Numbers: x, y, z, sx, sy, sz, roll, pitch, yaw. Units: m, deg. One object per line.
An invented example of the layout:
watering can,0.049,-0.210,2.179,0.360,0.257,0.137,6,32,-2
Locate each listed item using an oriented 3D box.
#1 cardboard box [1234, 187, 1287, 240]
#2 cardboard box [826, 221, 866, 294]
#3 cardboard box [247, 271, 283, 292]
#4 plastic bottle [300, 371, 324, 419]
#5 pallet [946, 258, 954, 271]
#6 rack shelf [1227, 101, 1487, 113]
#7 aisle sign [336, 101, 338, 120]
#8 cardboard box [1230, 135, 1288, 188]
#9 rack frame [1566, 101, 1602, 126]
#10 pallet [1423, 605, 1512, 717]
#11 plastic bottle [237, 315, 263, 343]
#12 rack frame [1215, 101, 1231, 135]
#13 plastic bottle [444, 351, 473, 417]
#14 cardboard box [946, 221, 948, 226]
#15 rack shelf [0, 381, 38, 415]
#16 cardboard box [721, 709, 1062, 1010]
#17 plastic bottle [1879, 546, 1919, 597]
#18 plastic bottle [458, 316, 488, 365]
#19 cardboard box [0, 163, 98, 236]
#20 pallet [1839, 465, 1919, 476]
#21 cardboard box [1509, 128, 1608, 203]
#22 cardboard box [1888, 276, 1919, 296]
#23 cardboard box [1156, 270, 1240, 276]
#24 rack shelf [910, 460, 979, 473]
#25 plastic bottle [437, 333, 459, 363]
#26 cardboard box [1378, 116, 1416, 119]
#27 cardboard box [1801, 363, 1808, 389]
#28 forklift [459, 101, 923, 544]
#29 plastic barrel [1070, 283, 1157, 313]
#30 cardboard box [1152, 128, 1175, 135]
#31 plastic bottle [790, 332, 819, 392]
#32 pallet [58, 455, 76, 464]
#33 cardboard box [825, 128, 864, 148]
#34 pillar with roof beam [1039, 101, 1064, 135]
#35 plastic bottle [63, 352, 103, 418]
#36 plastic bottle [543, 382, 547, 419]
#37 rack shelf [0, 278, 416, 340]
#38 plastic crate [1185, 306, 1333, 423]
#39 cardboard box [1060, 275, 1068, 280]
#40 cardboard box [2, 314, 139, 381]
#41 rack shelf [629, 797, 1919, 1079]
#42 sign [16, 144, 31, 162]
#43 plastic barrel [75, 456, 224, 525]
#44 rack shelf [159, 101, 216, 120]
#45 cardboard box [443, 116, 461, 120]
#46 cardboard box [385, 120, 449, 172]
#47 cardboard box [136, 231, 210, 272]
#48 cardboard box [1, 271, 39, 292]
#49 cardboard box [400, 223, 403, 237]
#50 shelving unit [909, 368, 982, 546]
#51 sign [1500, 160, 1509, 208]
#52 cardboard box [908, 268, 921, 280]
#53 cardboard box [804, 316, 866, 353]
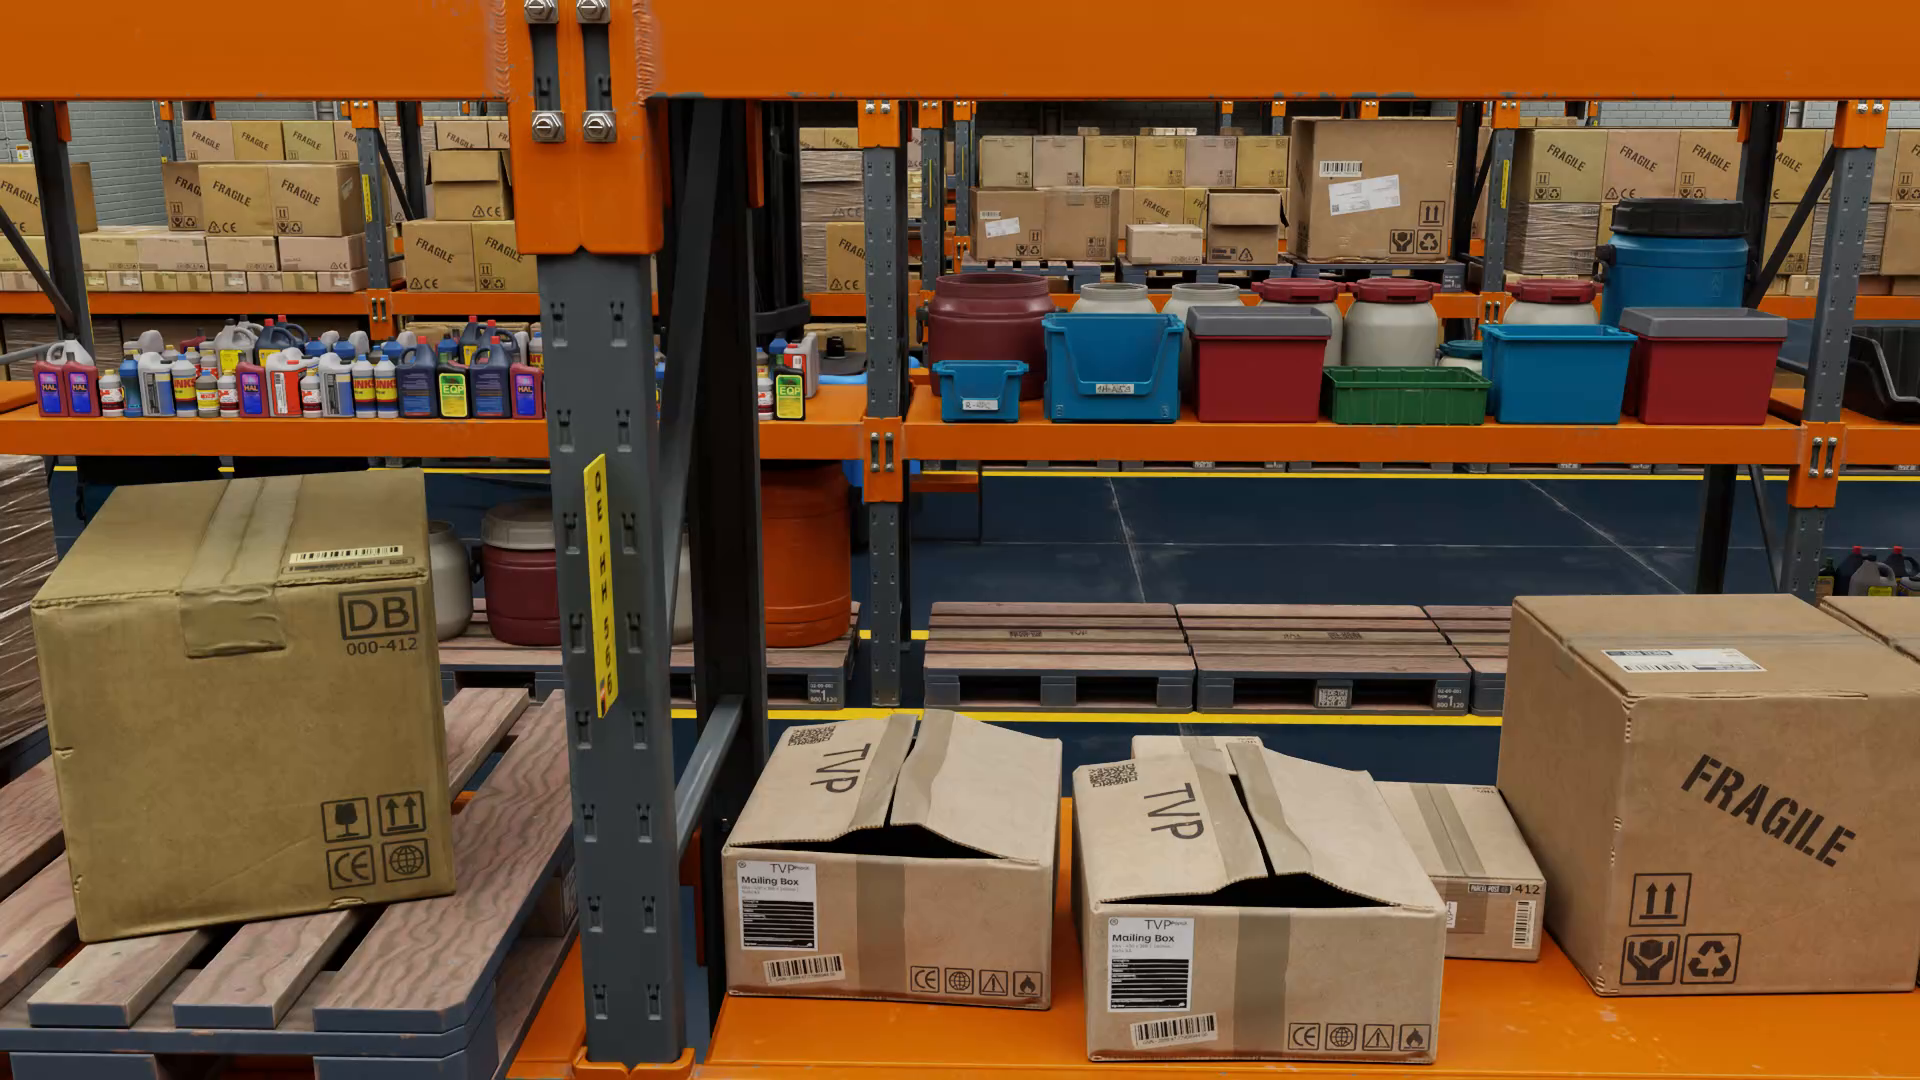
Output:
cardboard box,2.997,-3.310,16.809,0.500,0.500,0.500,0,15,1
cardboard box,-0.695,-2.073,12.121,0.500,0.500,0.500,1,15,3
cardboard box,-5.022,-1.911,12.196,0.250,0.149,0.380,0,15,0
plastic bottle,-2.827,-0.638,7.266,0.097,0.201,0.097,0,15,0
pallet,-0.565,-4.544,27.149,1.213,0.211,1.003,0,15,1
rack shelf,6.178,-6.941,26.299,4.000,0.370,1.077,0,15,1
aisle sign,-8.019,-5.847,21.528,0.004,0.787,0.394,0,15,1
cardboard box,3.020,-3.859,16.931,0.500,0.500,0.700,0,15,0
rack frame,8.055,-4.560,21.743,0.127,3.000,1.000,0,15,1
pallet,2.890,0.558,7.813,1.213,0.211,1.003,0,15,1
plastic bottle,-3.394,-0.901,7.972,0.185,0.351,0.144,0,15,1
rack frame,4.179,-5.852,26.640,0.127,3.000,1.000,0,15,1
plastic bottle,-2.197,-0.684,7.281,0.133,0.283,0.061,0,15,1
cardboard box,-0.320,-5.124,26.688,0.250,0.149,0.380,0,15,-1
rack shelf,-6.320,-0.513,7.814,4.000,0.370,1.077,0,15,1
cardboard box,-0.090,0.498,2.746,0.500,0.311,0.500,1,15,5
plastic bottle,4.519,0.205,8.015,0.185,0.351,0.144,0,15,-1
plastic bottle,-2.293,-0.894,7.945,0.185,0.351,0.144,0,15,1
cardboard box,-6.702,-2.494,12.152,0.500,0.500,0.500,0,15,0
pallet,6.914,-0.699,12.576,1.213,0.211,1.003,0,15,1
cardboard box,4.246,-2.666,11.827,0.500,0.500,0.500,0,15,1
cardboard box,6.761,-1.856,11.988,0.250,0.149,0.380,0,15,1
cardboard box,2.444,-2.426,17.244,0.750,0.750,1.050,0,15,1
rack shelf,-0.118,-0.510,10.186,0.480,0.148,0.258,1,15,2
plastic bottle,-2.435,-0.847,7.923,0.097,0.271,0.097,0,15,0
cardboard box,5.502,-5.184,21.371,0.500,0.500,0.700,0,15,0
cardboard box,6.579,-1.030,12.442,0.500,0.500,0.500,4,15,16
forklift,-1.812,-1.574,10.562,3.031,2.935,1.130,6,16,20
plastic barrel,0.712,-0.923,7.741,0.421,0.512,0.421,0,15,0
cardboard box,2.625,-5.237,21.436,0.250,0.149,0.380,0,15,-1
plastic bottle,-0.747,-0.847,7.913,0.135,0.276,0.152,0,15,1
pallet,-6.175,-0.794,12.938,1.213,0.211,1.003,0,15,1
cardboard box,-1.476,-5.087,21.583,0.500,0.500,0.500,0,15,1
pillar with roof beam,1.397,-7.902,22.651,0.400,9.000,9.100,0,15,1
plastic bottle,-3.832,-0.679,7.263,0.133,0.283,0.061,0,15,1
plastic bottle,-1.764,-0.631,7.240,0.097,0.201,0.097,0,15,0
rack shelf,-6.194,-1.776,12.601,4.000,0.370,1.077,0,15,1
plastic crate,1.285,-0.764,7.230,0.583,0.464,0.402,0,15,1
cardboard box,1.360,-3.535,22.188,0.625,0.372,0.950,0,15,0
cardboard box,-6.642,-1.323,12.815,0.875,0.875,0.875,0,15,1
rack shelf,1.547,0.803,2.828,4.000,0.370,1.077,0,15,1
sign,-13.586,-5.616,24.128,0.001,0.242,0.339,0,15,1
plastic barrel,-3.778,-0.028,7.857,0.708,0.901,0.600,0,15,1
rack shelf,-5.966,-4.490,17.010,4.000,0.370,1.077,0,15,1
cardboard box,-6.544,-5.437,21.639,0.250,0.149,0.380,1,15,2
cardboard box,-5.472,-3.994,16.858,0.500,0.500,0.500,1,15,3
cardboard box,-5.670,-2.124,12.221,0.500,0.250,0.500,1,15,3
cardboard box,-6.819,-1.923,12.240,0.250,0.149,0.380,0,15,0
cardboard box,-5.567,-3.204,17.096,0.250,0.149,0.380,0,15,1
shelving unit,-0.118,-0.575,10.169,0.503,1.200,0.258,1,15,2
sign,3.792,-2.477,11.578,0.005,0.325,0.100,0,15,1
cardboard box,-0.658,-2.643,17.086,0.500,0.250,0.500,0,15,0
cardboard box,-0.885,-1.270,12.616,0.875,0.875,1.225,0,15,-1
